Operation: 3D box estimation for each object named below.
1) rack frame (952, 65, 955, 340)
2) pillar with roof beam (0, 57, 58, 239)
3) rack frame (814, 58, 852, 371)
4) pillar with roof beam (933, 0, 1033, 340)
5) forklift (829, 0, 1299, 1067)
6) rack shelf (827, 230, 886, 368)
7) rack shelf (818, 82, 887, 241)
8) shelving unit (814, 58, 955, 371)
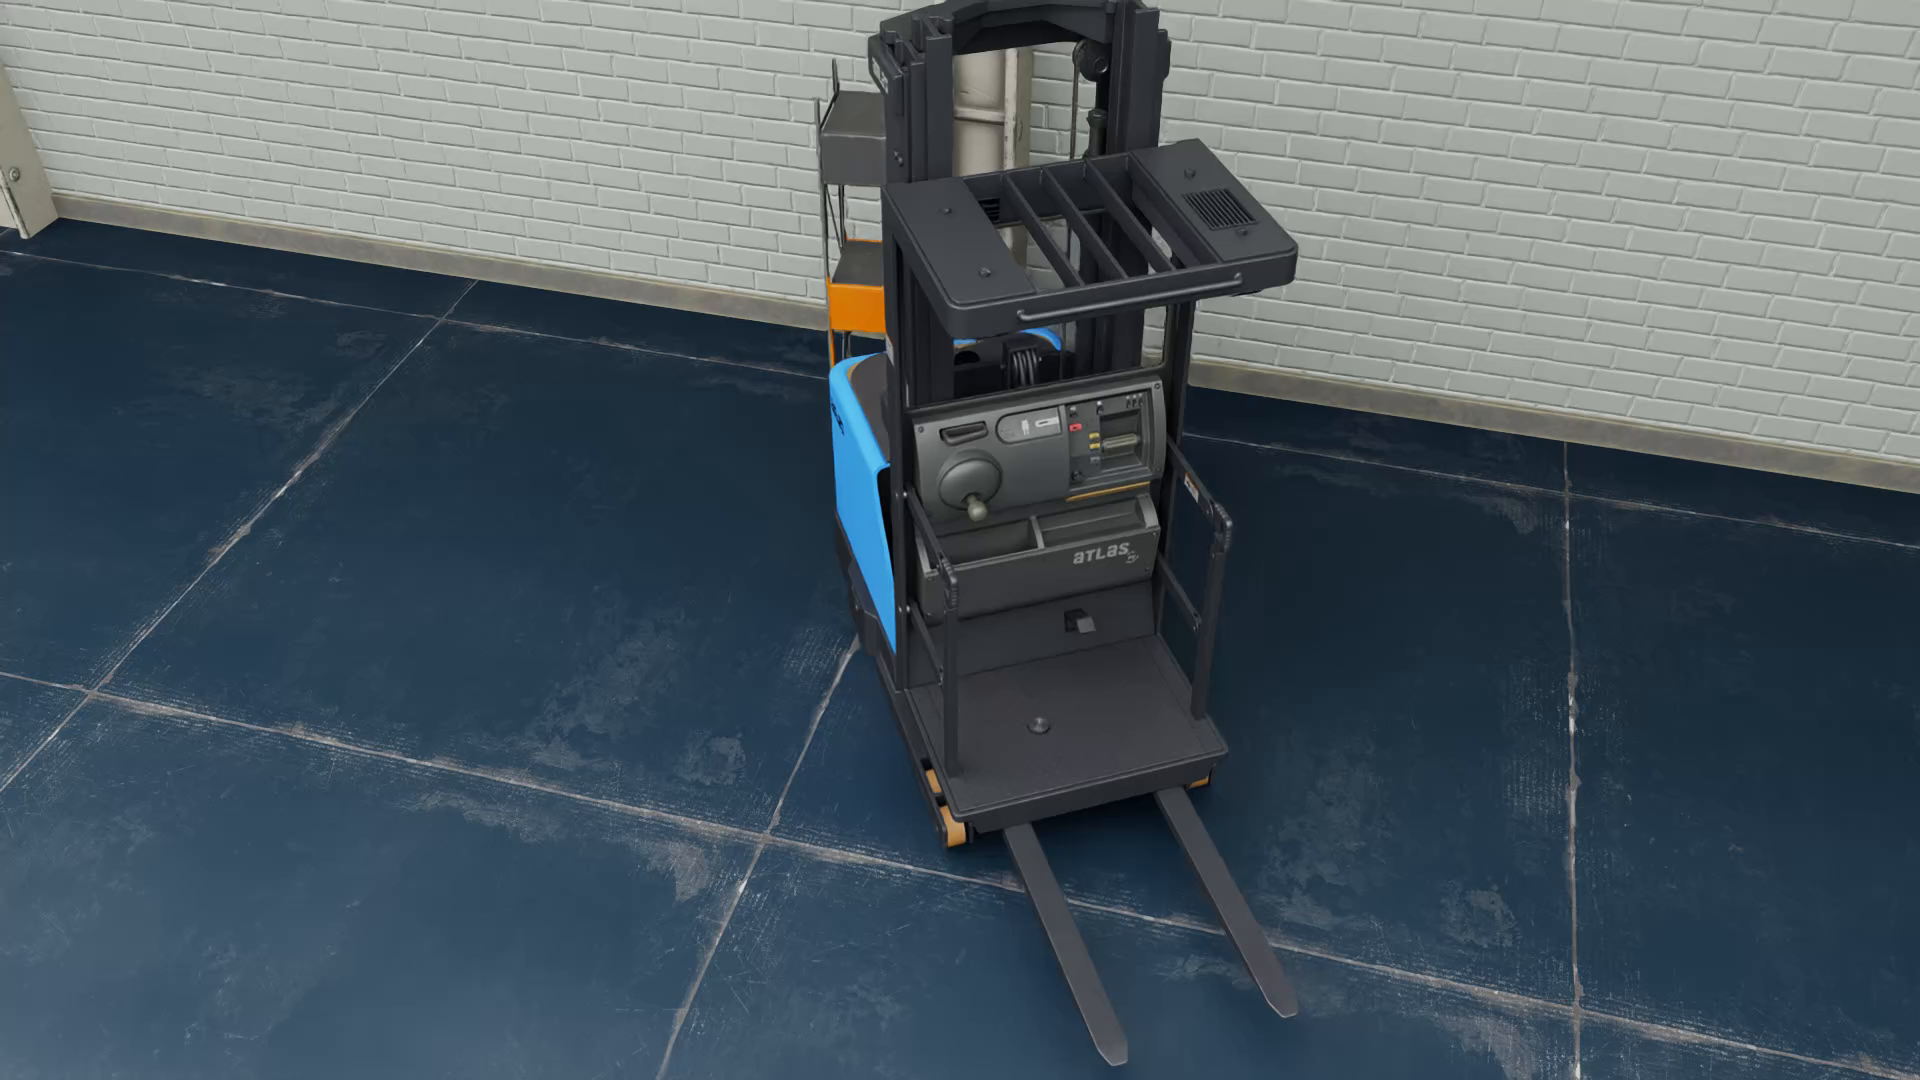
[{"bbox_3d":[-0.058,-1.011,7.321,0.015,2.100,0.400,5,40,6],"label":"rack frame"},{"bbox_3d":[-6.799,-2.689,3.954,0.400,9.000,9.100,10,41,11],"label":"pillar with roof beam"},{"bbox_3d":[-0.542,-1.053,7.372,0.015,2.100,0.400,5,40,6],"label":"rack frame"},{"bbox_3d":[-1.003,-1.691,2.767,0.400,9.000,9.100,10,41,11],"label":"pillar with roof beam"},{"bbox_3d":[0.359,-0.242,5.760,1.130,2.935,3.031,-11,41,-13],"label":"forklift"},{"bbox_3d":[-0.300,-1.022,7.355,0.480,0.518,0.431,5,40,6],"label":"rack shelf"},{"bbox_3d":[-0.300,-1.558,6.905,0.480,0.518,0.431,5,40,6],"label":"rack shelf"},{"bbox_3d":[-0.300,-1.032,7.346,0.503,2.100,0.431,5,40,6],"label":"shelving unit"}]
